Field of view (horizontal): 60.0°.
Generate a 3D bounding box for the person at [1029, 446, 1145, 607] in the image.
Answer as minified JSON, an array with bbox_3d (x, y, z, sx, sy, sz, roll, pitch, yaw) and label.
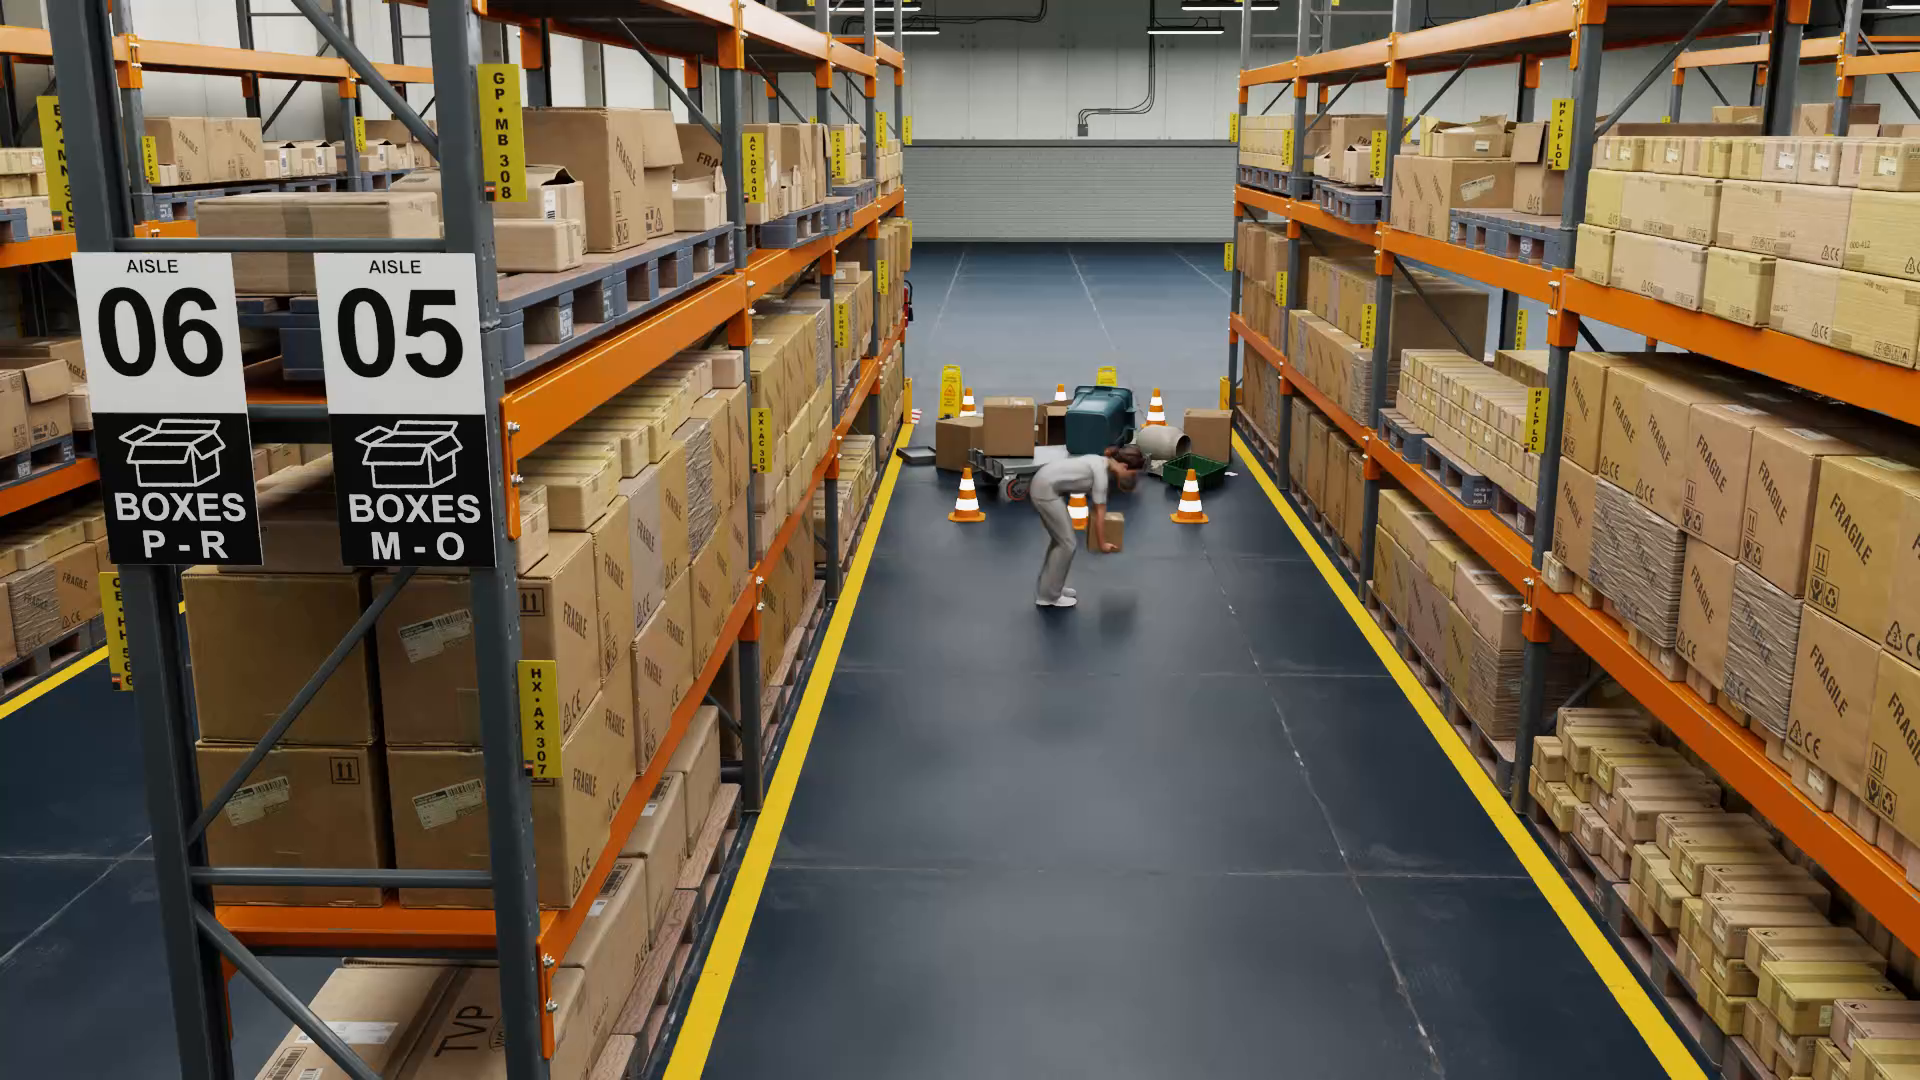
[{"bbox_3d":[0.943,-0.112,12.459,0.853,1.192,0.417,0,14,0],"label":"person"}]
